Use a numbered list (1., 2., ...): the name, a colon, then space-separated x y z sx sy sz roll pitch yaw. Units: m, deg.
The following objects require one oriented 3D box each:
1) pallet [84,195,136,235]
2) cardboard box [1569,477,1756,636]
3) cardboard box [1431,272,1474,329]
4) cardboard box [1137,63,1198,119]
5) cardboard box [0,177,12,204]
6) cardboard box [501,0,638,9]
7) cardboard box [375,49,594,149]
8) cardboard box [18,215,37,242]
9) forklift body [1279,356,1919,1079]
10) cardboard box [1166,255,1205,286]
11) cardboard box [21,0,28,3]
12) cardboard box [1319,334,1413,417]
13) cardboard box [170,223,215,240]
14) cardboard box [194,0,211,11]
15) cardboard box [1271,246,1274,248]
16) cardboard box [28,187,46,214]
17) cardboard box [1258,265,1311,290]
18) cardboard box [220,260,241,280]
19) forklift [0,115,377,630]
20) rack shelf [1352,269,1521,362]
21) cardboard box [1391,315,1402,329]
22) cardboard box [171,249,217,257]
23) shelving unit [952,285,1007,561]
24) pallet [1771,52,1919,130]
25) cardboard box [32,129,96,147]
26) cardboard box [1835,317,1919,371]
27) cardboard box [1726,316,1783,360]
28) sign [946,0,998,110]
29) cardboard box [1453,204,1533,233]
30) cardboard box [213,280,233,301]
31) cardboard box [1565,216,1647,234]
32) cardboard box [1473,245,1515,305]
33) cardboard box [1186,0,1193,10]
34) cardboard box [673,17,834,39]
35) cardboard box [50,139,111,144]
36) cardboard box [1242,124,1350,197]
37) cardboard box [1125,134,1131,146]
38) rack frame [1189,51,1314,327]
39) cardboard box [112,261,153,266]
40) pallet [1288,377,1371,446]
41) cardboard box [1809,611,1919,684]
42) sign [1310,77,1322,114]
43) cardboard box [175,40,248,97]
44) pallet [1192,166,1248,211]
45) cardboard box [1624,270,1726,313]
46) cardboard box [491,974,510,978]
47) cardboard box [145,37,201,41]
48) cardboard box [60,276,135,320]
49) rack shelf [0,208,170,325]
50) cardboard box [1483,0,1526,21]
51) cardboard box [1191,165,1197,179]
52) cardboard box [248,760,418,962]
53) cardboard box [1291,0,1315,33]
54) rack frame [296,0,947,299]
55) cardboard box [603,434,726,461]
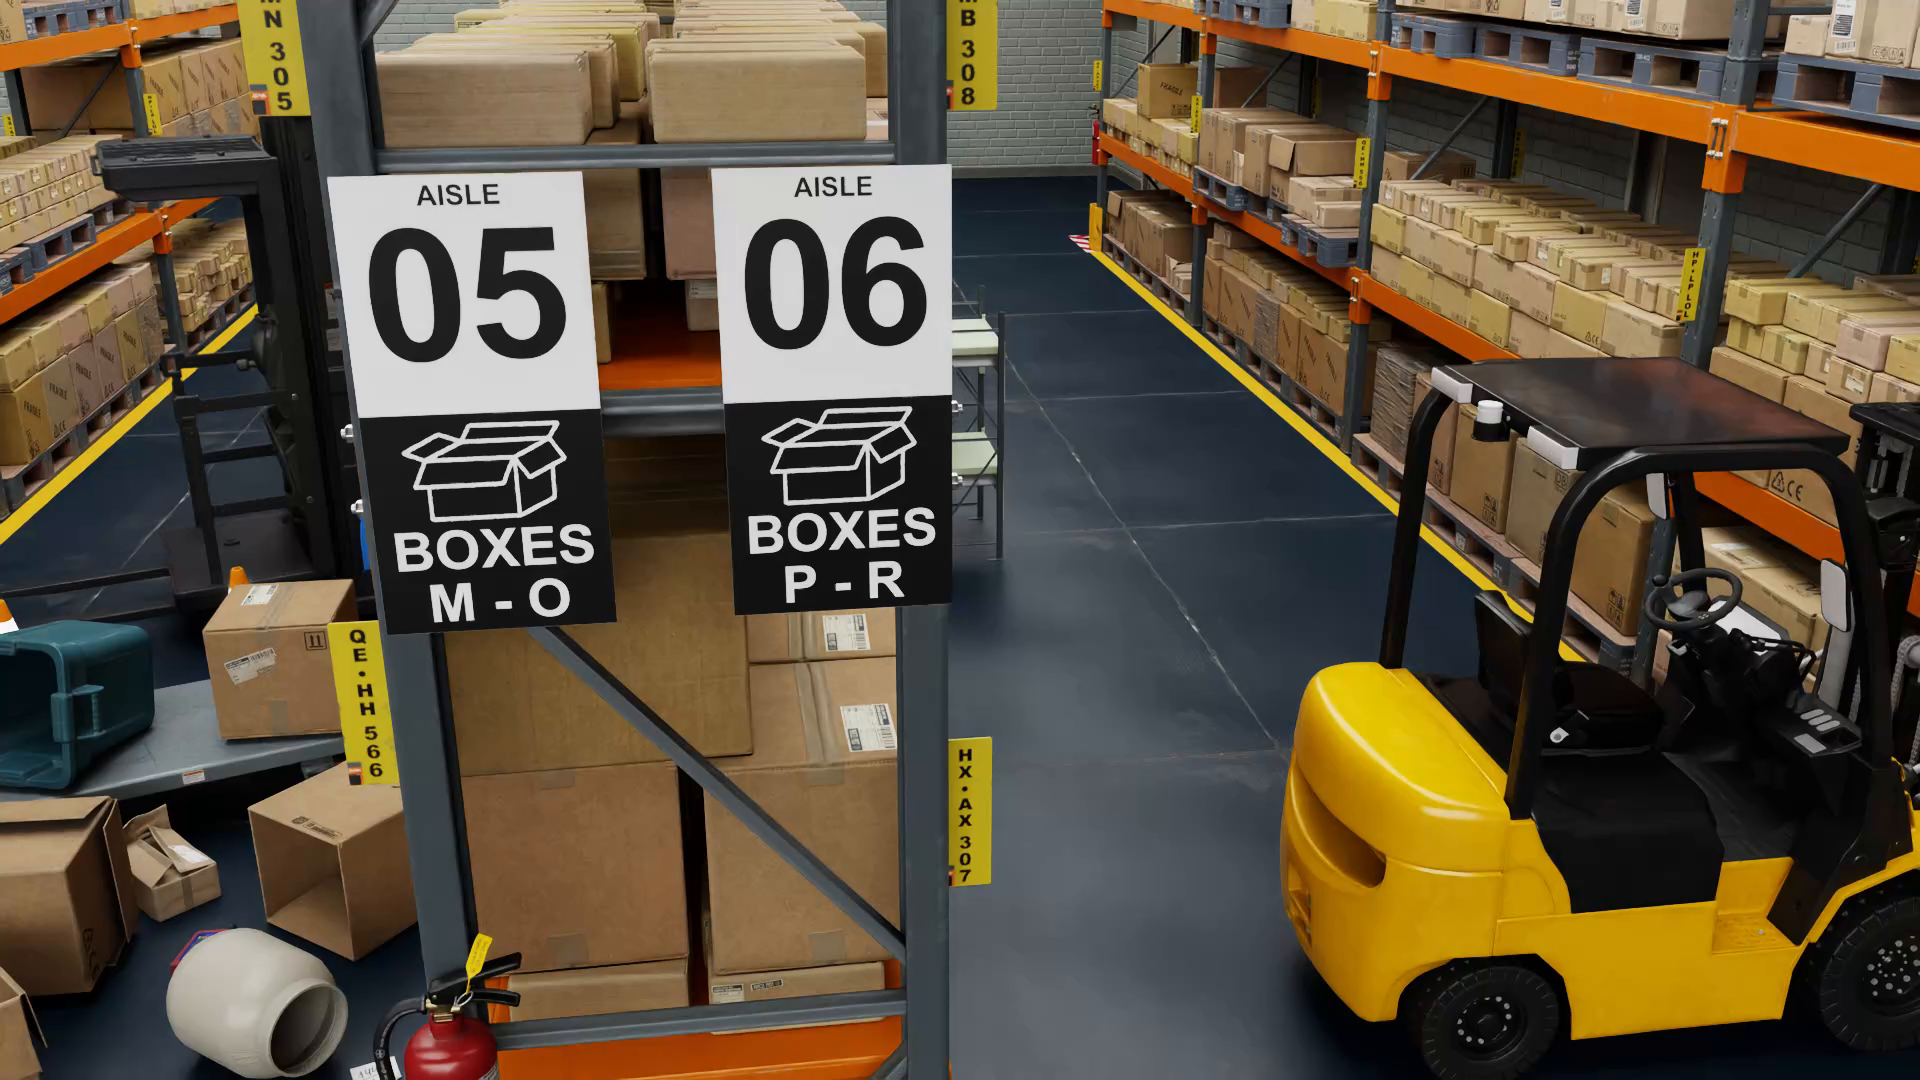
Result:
1. pallet: -7.172 -2.540 13.004 1.003 0.211 1.213 -3 21 -8
2. cardboard box: 3.724 0.067 8.542 0.875 0.625 0.625 -2 21 -5
3. cardboard box: 3.204 -1.465 10.065 0.500 0.250 0.500 -4 21 -10
4. cardboard box: 2.096 -4.553 16.838 0.500 0.500 0.500 -2 21 -6
5. cardboard box: -6.547 -2.314 11.034 0.380 0.149 0.250 -4 21 -10
6. cardboard box: -1.137 -1.504 4.888 0.380 0.149 0.250 -3 21 -9
7. cardboard box: -0.866 -0.795 2.990 0.380 0.149 0.250 -3 21 -7
8. cardboard box: -6.585 -2.133 11.398 0.380 0.149 0.250 -2 21 -6
9. forklift body: 2.308 0.550 5.670 2.313 2.155 1.214 -3 21 -8
10. cardboard box: 2.234 -2.656 16.347 0.396 0.266 0.258 -2 21 -6
11. cardboard box: -7.046 -4.011 11.632 0.797 0.503 0.637 -3 21 -8
12. cardboard box: 2.960 -1.215 12.153 0.500 0.500 0.500 -2 21 -6
13. cardboard box: -7.817 -3.139 16.957 0.380 0.149 0.250 -3 21 -7
14. cardboard box: -7.152 -4.946 15.098 0.500 0.250 0.500 -2 21 -5
15. cardboard box: 2.995 -2.655 15.083 0.380 0.149 0.250 -4 21 -10
16. cardboard box: -6.620 -2.359 11.578 0.380 0.149 0.250 -3 21 -8
17. cardboard box: 2.695 -2.181 13.814 0.380 0.149 0.250 -2 21 -6
18. cardboard box: -7.107 -2.577 15.878 0.380 0.149 0.250 -3 21 -7
19. forklift: -3.825 -1.006 8.721 3.031 2.935 1.130 -10 23 -26
20. rack shelf: 3.522 -1.024 9.698 1.077 0.370 4.000 -3 21 -8
21. cardboard box: 3.455 -1.672 12.452 0.380 0.149 0.250 -2 21 -6
22. cardboard box: -7.186 -2.626 15.585 0.380 0.149 0.250 -4 21 -10
23. shelving unit: 0.001 -0.700 9.948 0.431 1.500 0.755 -3 21 -8
24. pallet: 3.959 -1.738 6.422 1.003 0.211 1.213 -3 21 -8
25. cardboard box: -7.488 -3.241 14.039 0.500 0.500 0.500 -3 21 -8
26. cardboard box: 3.671 -0.765 6.482 0.380 0.149 0.250 -2 21 -7
27. cardboard box: 3.596 -0.895 7.256 0.380 0.149 0.250 -3 21 -9
28. sign: 0.012 -0.874 2.732 0.100 0.325 0.005 -3 21 -8
29. cardboard box: 3.206 -1.923 10.009 0.380 0.149 0.250 -3 21 -7
30. cardboard box: -7.100 -2.353 15.702 0.380 0.149 0.250 -3 21 -9
31. cardboard box: 3.721 -1.771 9.601 0.380 0.149 0.250 -2 21 -6
32. cardboard box: 3.283 -1.520 9.499 0.500 0.250 0.500 -3 21 -7
33. cardboard box: 2.280 -4.920 15.174 0.380 0.149 0.250 -3 21 -8
34. cardboard box: -0.494 -1.174 4.004 0.380 0.149 0.250 -3 21 -8
35. cardboard box: -6.848 -3.037 12.970 0.380 0.149 0.250 -4 21 -9
36. cardboard box: 2.693 -3.052 13.357 0.700 0.500 0.500 -3 21 -8
37. cardboard box: 1.987 -4.312 17.834 0.380 0.149 0.250 -2 21 -6
38. rack frame: 2.657 -3.438 15.134 1.000 3.000 0.127 -3 21 -8
39. cardboard box: -7.526 -2.418 15.027 0.380 0.149 0.250 -2 21 -6
40. pallet: 3.163 -1.007 12.611 1.003 0.211 1.213 -3 21 -8
41. cardboard box: 3.716 0.487 6.525 0.500 0.250 0.500 -2 21 -6
42. sign: 3.205 -4.010 15.010 0.100 0.325 0.005 -3 21 -8
43. cardboard box: -7.330 -4.620 16.302 0.500 0.500 0.500 -4 21 -10
44. pallet: 2.664 -3.066 14.412 1.003 0.211 1.213 -3 21 -8
45. cardboard box: 3.486 -1.215 8.111 0.380 0.149 0.250 -3 21 -9
46. cardboard box: -0.937 0.885 3.918 0.380 0.149 0.250 -3 21 -8
47. cardboard box: -7.913 -4.773 16.710 0.500 0.500 0.500 -3 21 -8
48. cardboard box: -6.720 -1.855 12.797 0.500 0.250 0.500 -2 21 -5
49. rack shelf: -6.850 -1.872 11.970 1.077 0.370 4.000 -3 21 -8
50. cardboard box: 3.243 -3.133 9.145 0.500 0.500 0.500 -2 21 -6
51. cardboard box: 2.361 -3.418 15.440 0.380 0.149 0.250 -3 21 -7
52. cardboard box: -2.293 1.193 6.304 0.500 0.500 0.500 12 24 29
53. cardboard box: 2.774 -3.901 12.300 0.500 0.250 0.500 -3 21 -8
54. rack frame: -0.525 -1.842 2.287 1.000 3.000 0.127 -3 21 -8
55. cardboard box: -0.880 -0.028 4.006 0.700 0.500 0.500 -3 21 -7
